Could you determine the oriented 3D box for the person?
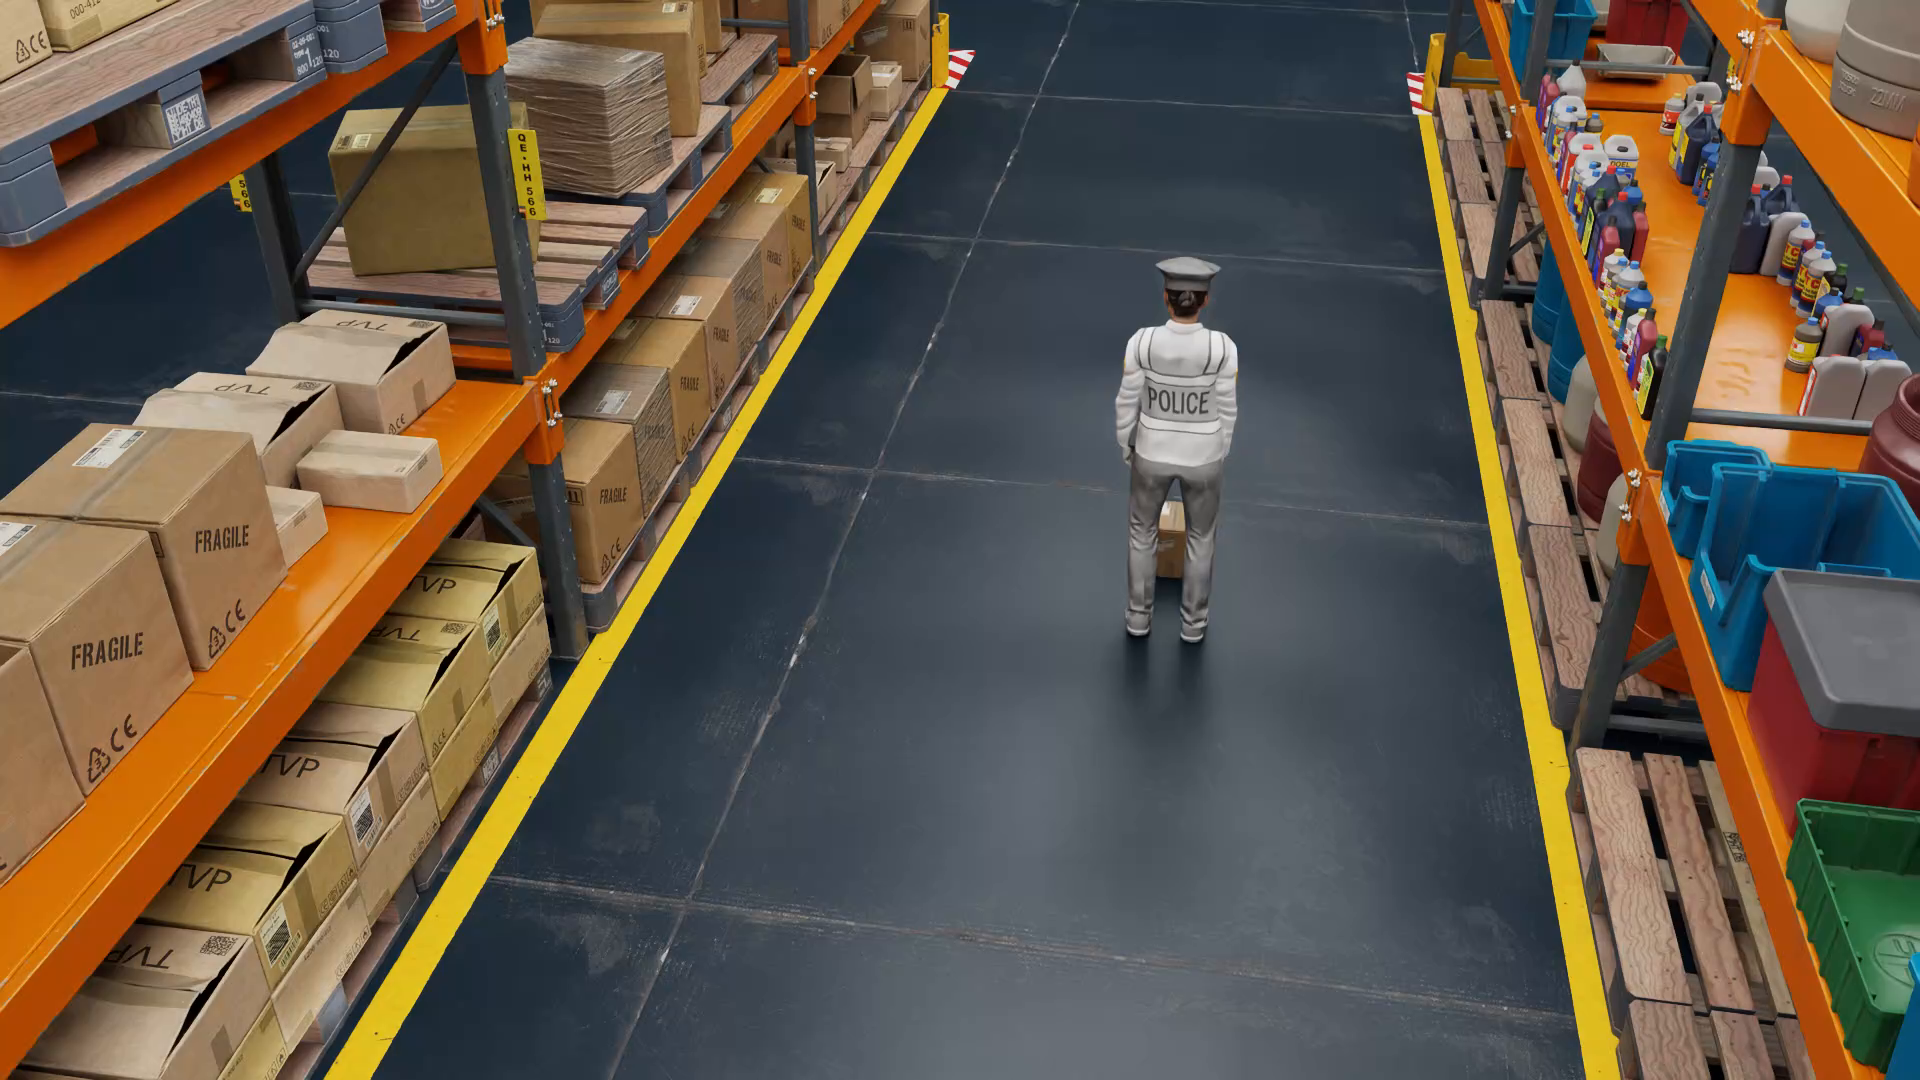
[{"bbox_3d":[0.853,-0.335,6.679,0.479,1.659,0.352,6,33,9],"label":"person"}]
